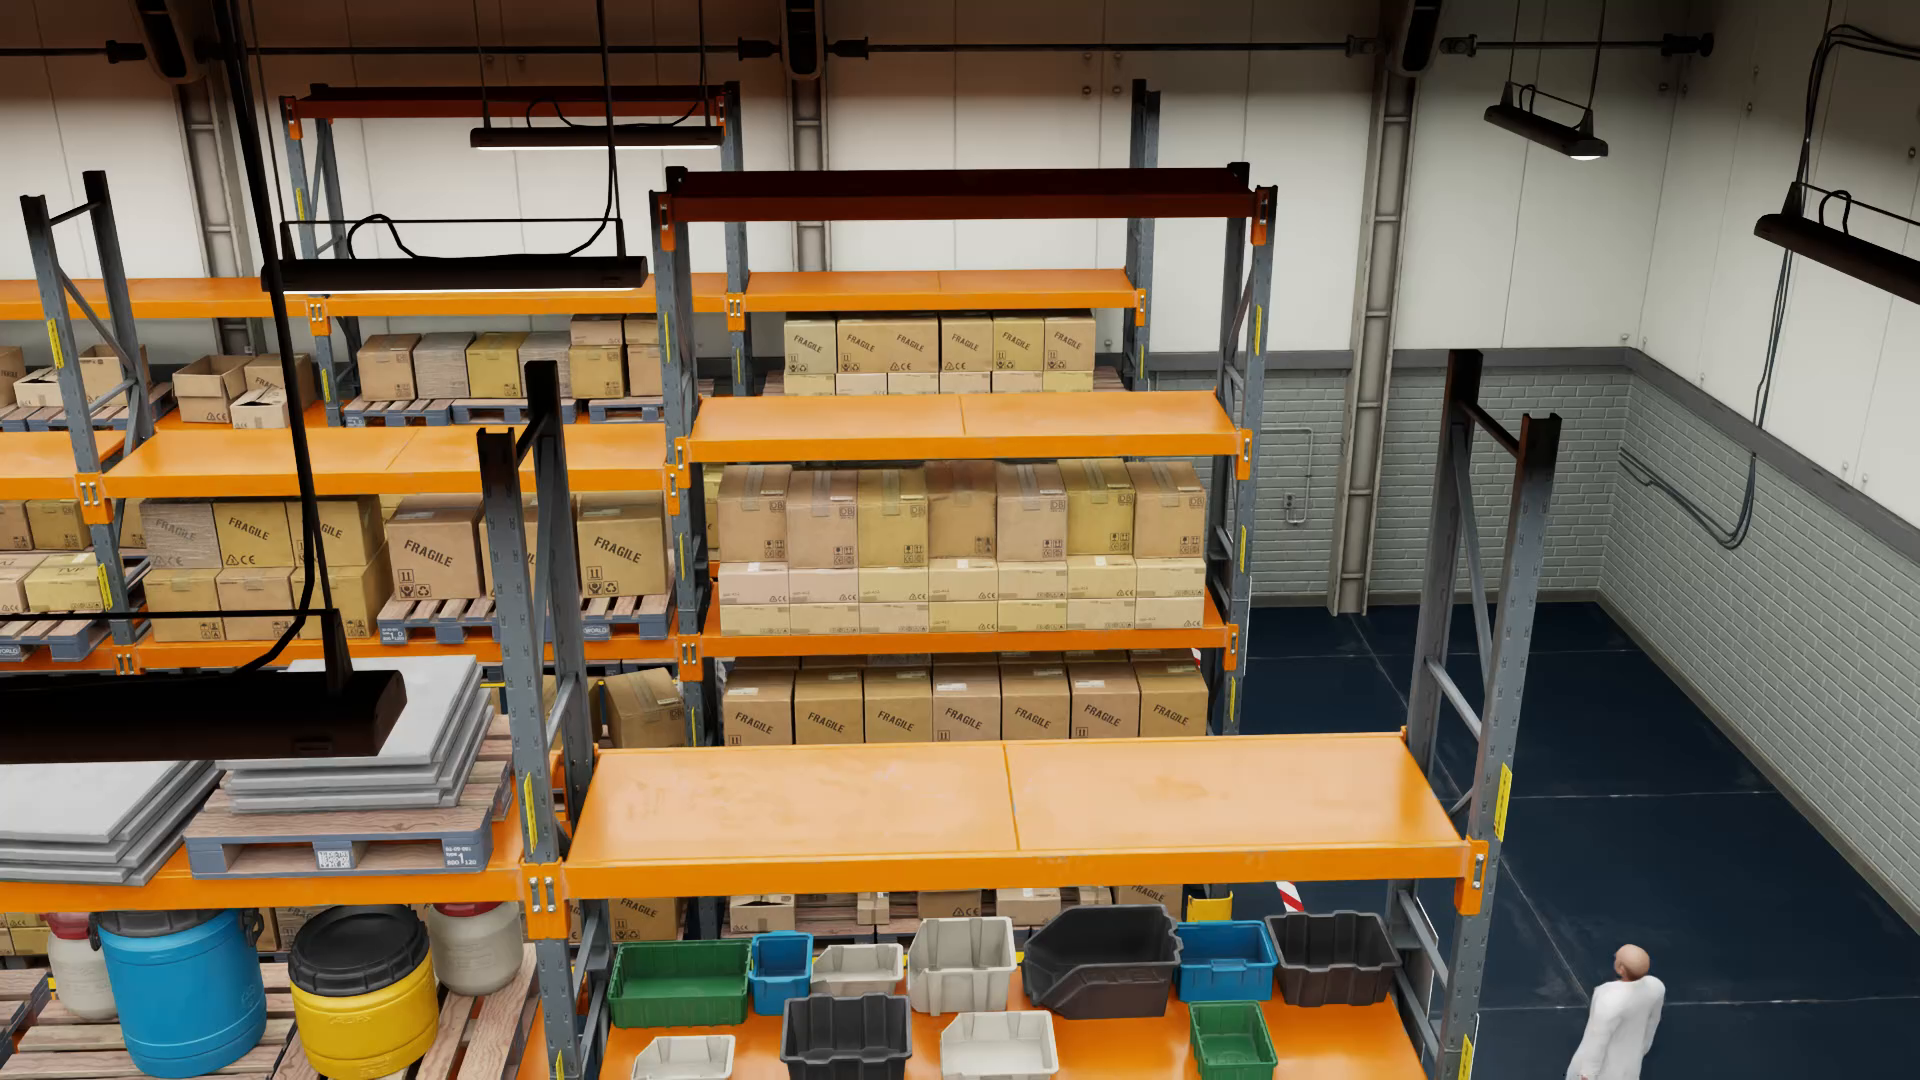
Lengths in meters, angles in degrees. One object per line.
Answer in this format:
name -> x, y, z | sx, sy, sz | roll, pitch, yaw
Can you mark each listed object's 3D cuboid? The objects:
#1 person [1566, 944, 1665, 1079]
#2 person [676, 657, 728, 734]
person -> 4.190, 3.335, 10.565 | 0.578, 1.757, 0.766 | -7, 23, -16
person -> -2.517, 1.189, 15.879 | 0.962, 1.771, 0.588 | 11, 24, 24
